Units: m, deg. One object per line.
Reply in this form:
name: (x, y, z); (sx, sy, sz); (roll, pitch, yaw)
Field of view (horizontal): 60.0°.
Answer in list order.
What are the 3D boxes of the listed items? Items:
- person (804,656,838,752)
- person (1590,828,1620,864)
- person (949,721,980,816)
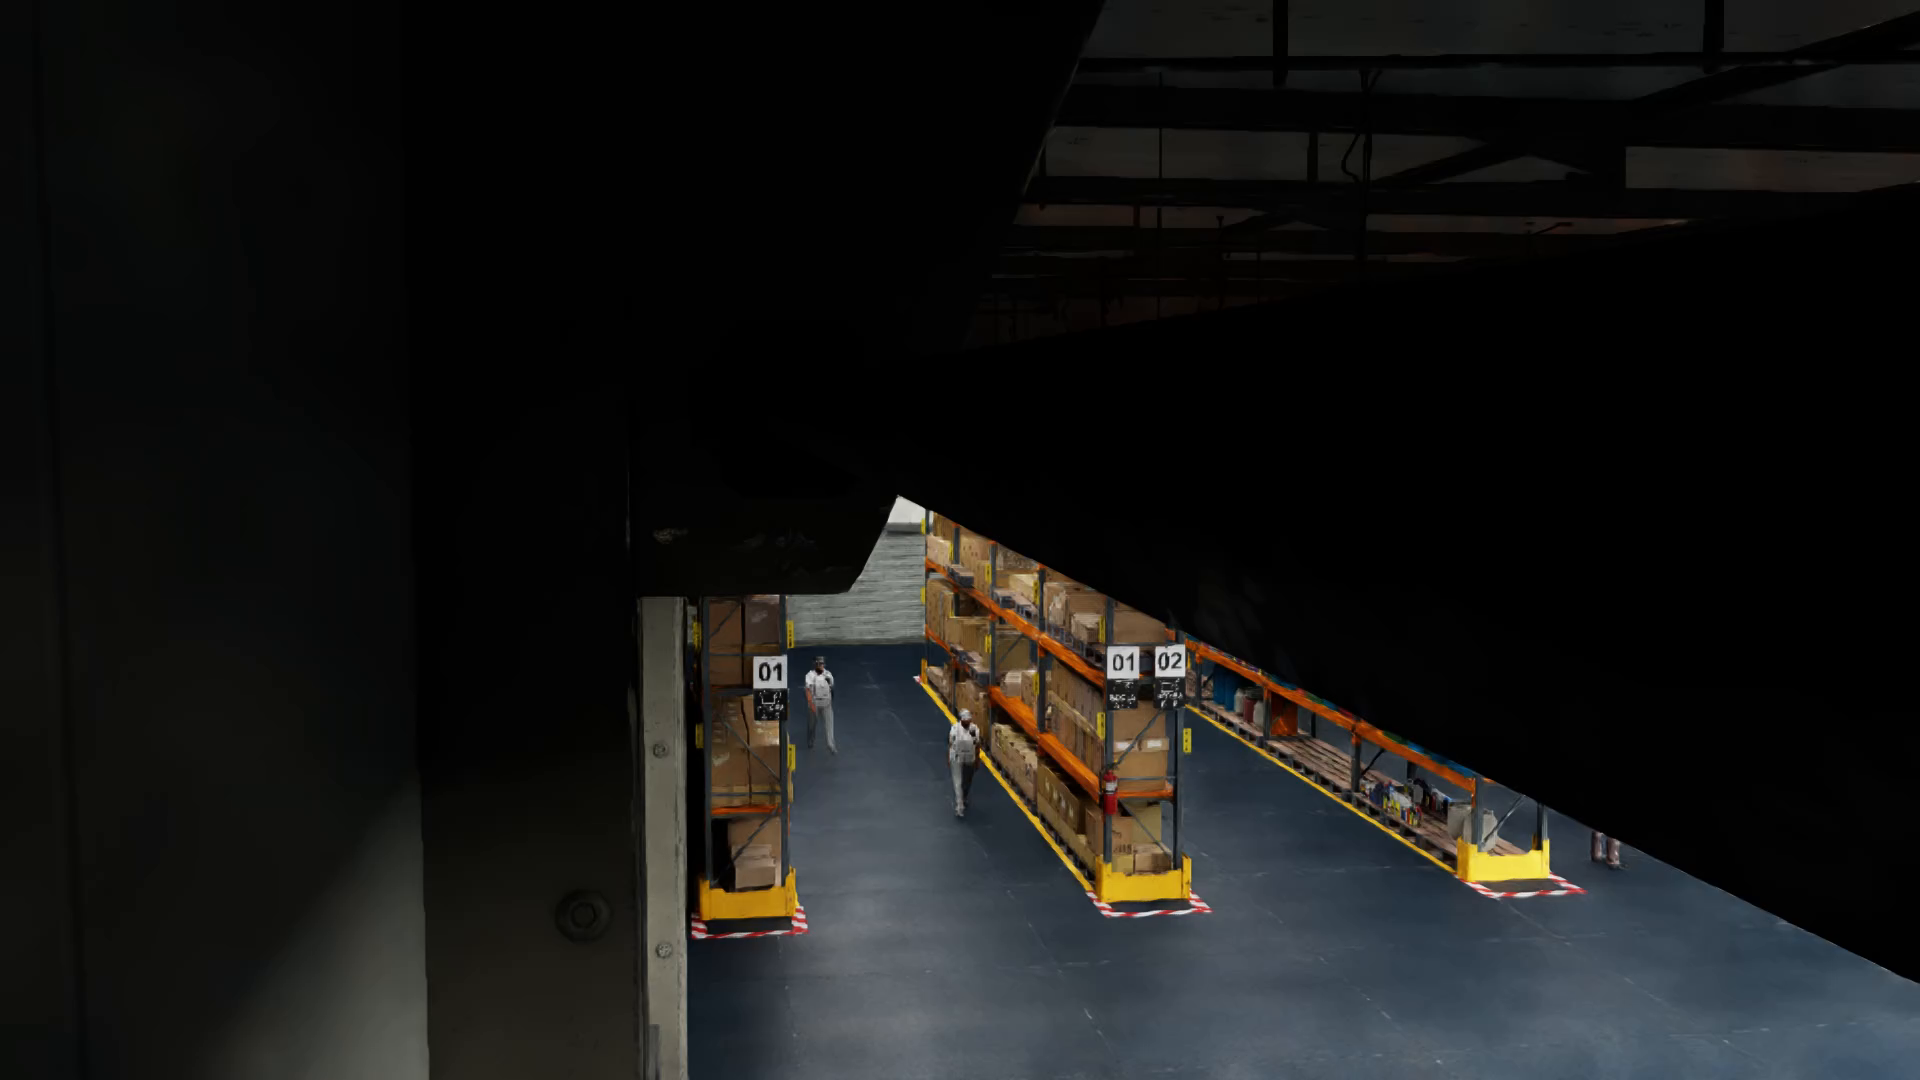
person: (-2.491, 2.879, 29.405); (0.536, 1.702, 1.036); (-2, 5, -17)
person: (8.681, 3.466, 22.245); (0.362, 1.664, 0.586); (-4, 7, -41)
person: (0.075, 3.414, 25.154); (0.478, 1.385, 1.083); (-1, 5, -11)
